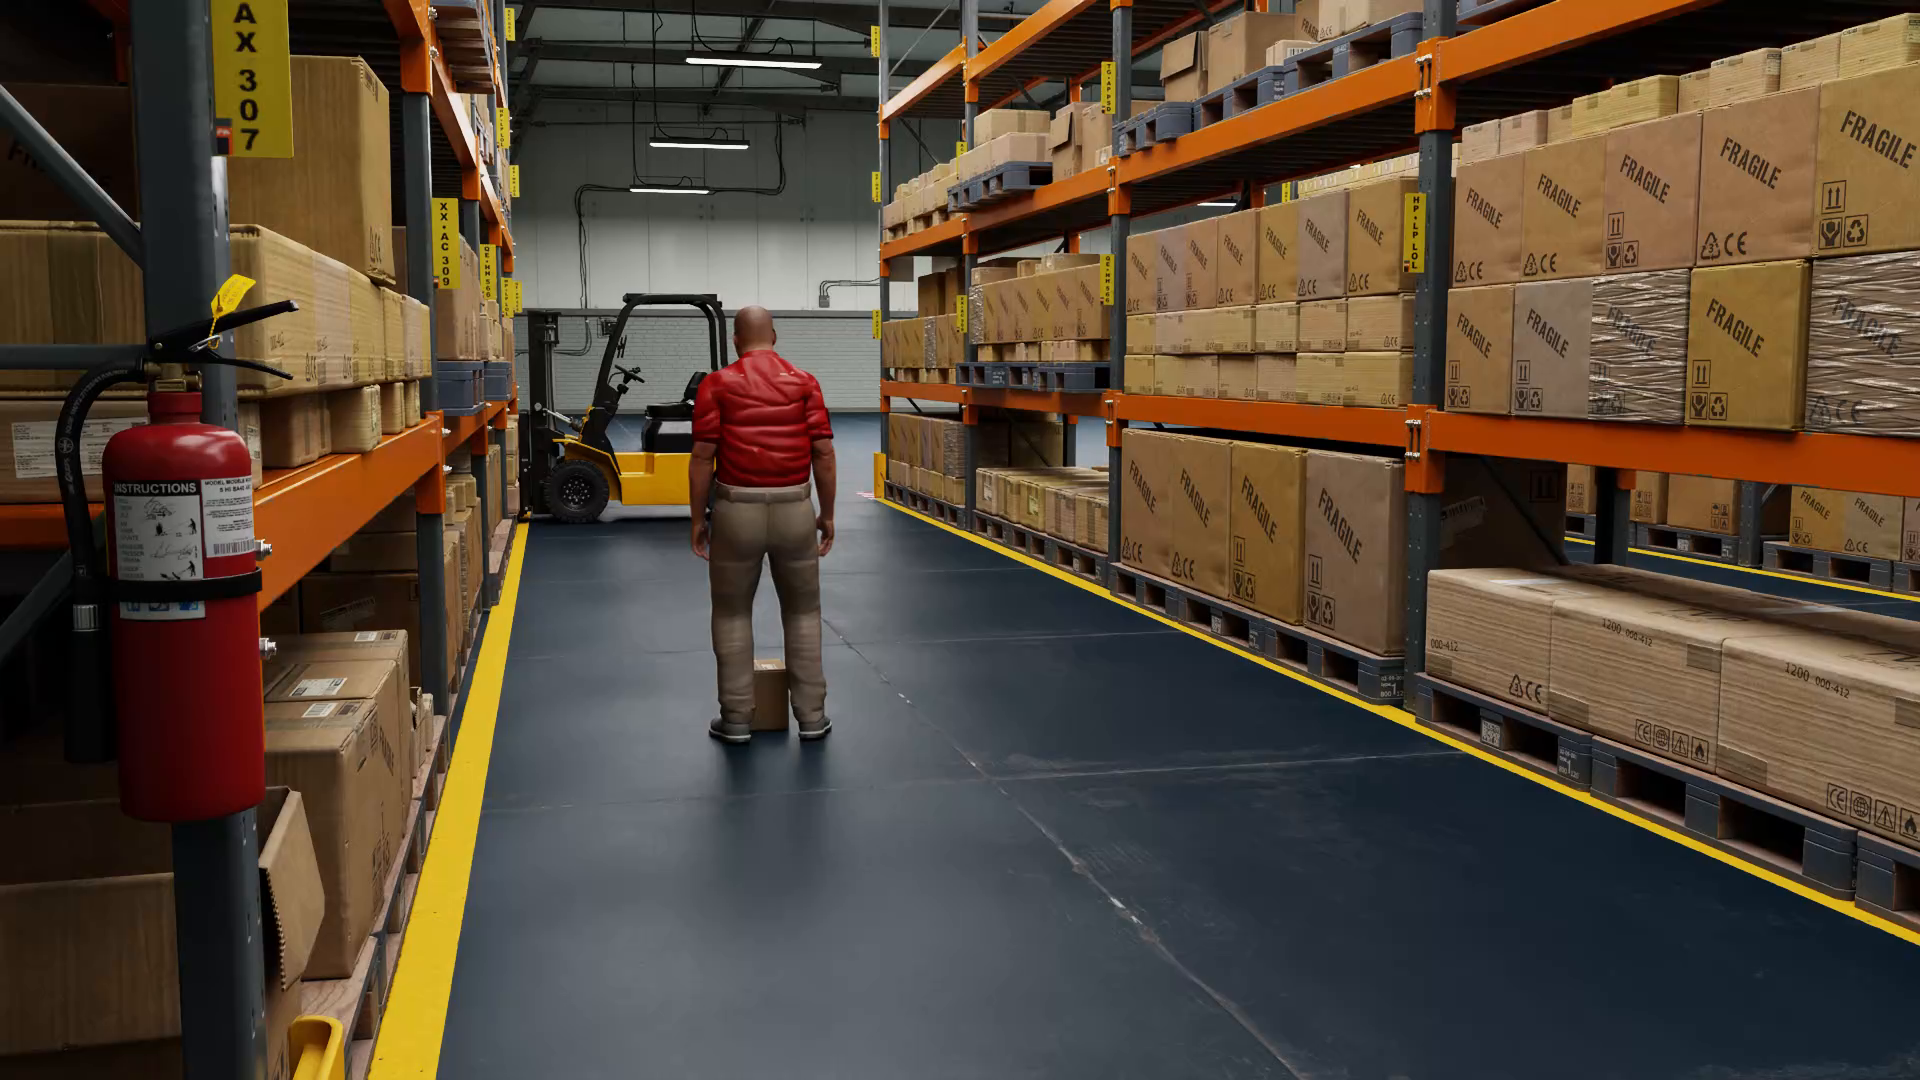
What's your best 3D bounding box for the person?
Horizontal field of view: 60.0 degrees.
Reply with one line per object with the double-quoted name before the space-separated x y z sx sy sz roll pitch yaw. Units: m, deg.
"person" -0.784 -0.065 6.622 0.586 1.726 0.396 -1 6 -13
